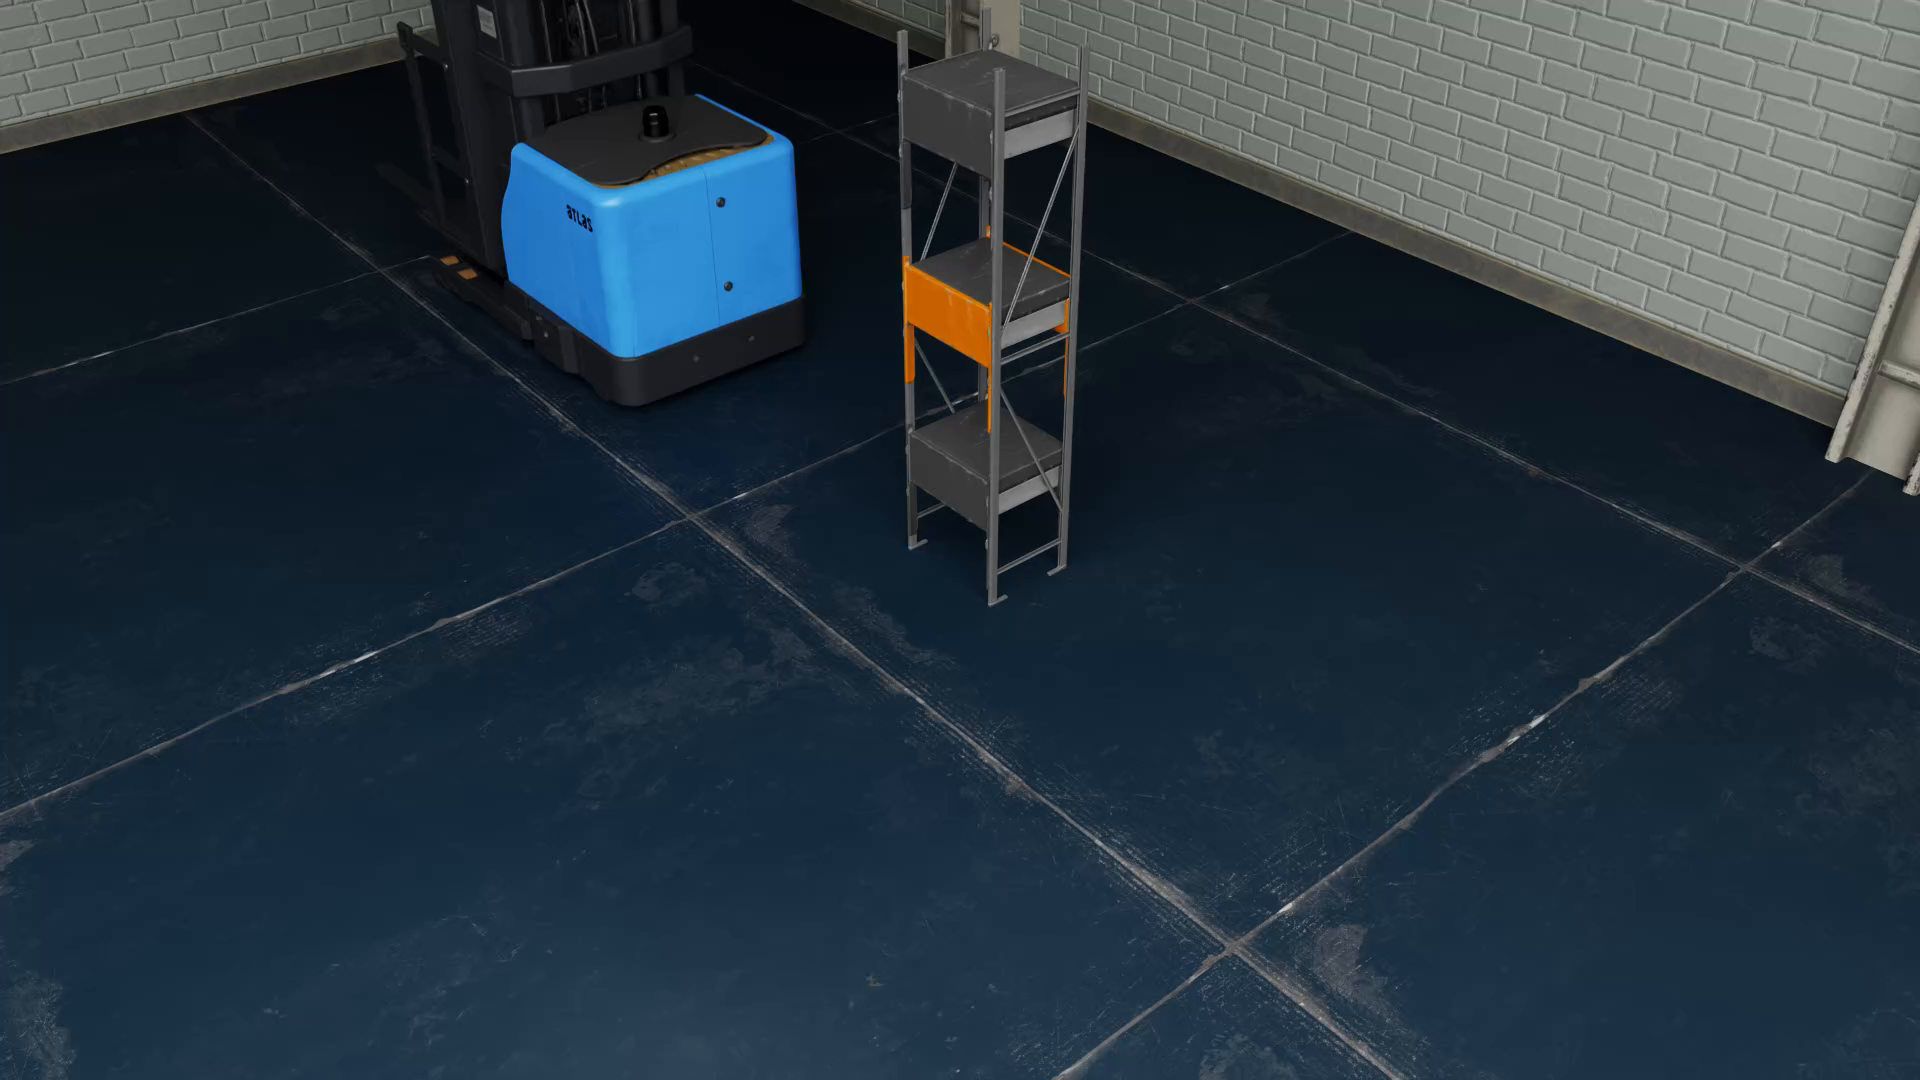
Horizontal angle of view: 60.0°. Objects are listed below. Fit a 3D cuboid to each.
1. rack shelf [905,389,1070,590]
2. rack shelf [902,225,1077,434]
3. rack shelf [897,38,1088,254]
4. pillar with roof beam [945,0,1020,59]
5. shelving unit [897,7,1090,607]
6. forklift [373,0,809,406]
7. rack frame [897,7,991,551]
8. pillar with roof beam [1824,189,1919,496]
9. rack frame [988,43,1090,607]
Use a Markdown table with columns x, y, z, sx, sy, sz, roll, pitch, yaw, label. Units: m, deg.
| x | y | z | sx | sy | sz | roll | pitch | yaw | label |
| --- | --- | --- | --- | --- | --- | --- | --- | --- | --- |
| 0.107 | -0.201 | 6.452 | 0.431 | 0.518 | 0.480 | -26 | 43 | -32 | rack shelf |
| 0.107 | -0.773 | 6.048 | 0.431 | 0.518 | 0.480 | -26 | 43 | -32 | rack shelf |
| 0.107 | -1.344 | 5.643 | 0.431 | 0.518 | 0.480 | -26 | 43 | -32 | rack shelf |
| -3.146 | -5.045 | 6.087 | 9.100 | 9.000 | 0.400 | -26 | 43 | -32 | pillar with roof beam |
| 0.107 | -0.784 | 6.040 | 0.431 | 2.100 | 0.503 | -26 | 43 | -32 | shelving unit |
| -2.063 | -2.576 | 7.851 | 1.130 | 2.935 | 3.031 | -26 | 43 | -32 | forklift |
| -0.051 | -0.892 | 6.192 | 0.400 | 2.100 | 0.015 | -26 | 43 | -32 | rack frame |
| 0.726 | -2.396 | 2.347 | 9.100 | 9.000 | 0.400 | -26 | 43 | -32 | pillar with roof beam |
| 0.264 | -0.676 | 5.888 | 0.400 | 2.100 | 0.015 | -26 | 43 | -32 | rack frame |
